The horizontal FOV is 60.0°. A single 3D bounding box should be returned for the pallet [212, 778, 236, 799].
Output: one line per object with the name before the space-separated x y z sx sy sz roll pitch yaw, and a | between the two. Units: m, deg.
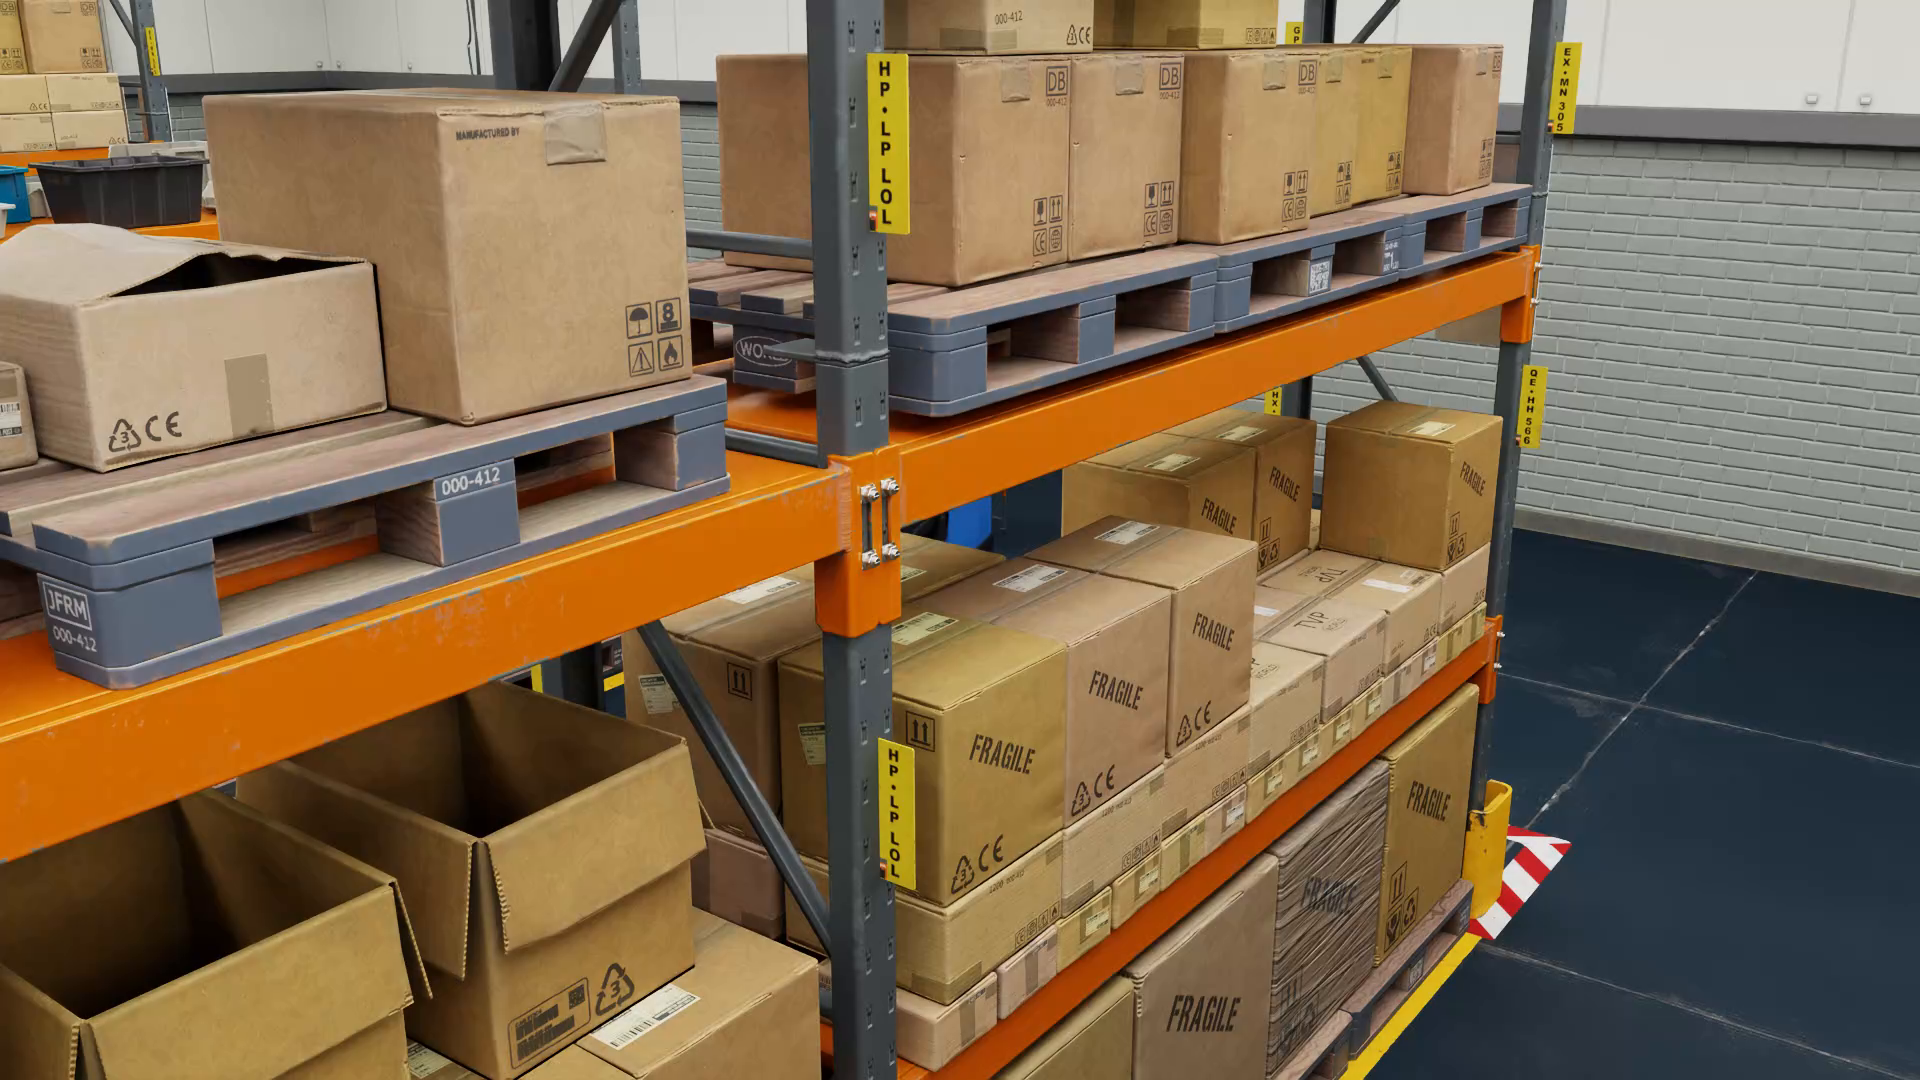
pallet | -4.148 1.274 7.785 1.003 0.211 1.213 12 21 35

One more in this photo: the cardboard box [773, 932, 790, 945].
cardboard box | -0.659 0.989 4.424 0.380 0.149 0.250 13 21 35

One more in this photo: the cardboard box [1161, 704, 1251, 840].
cardboard box | 0.517 0.622 4.935 0.500 0.250 0.500 13 22 36

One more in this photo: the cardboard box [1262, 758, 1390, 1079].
cardboard box | 0.947 1.244 6.053 0.875 0.875 0.875 12 21 35

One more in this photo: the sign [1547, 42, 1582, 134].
sign | 2.234 -1.671 6.151 0.100 0.325 0.005 12 21 35

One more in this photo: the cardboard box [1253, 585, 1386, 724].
cardboard box | 1.125 0.381 5.711 0.500 0.250 0.500 12 21 33

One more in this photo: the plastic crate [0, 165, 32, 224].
plastic crate | -4.269 -1.501 7.245 0.416 0.233 0.300 12 21 35

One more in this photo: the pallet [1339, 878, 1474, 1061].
pallet | 1.392 1.583 6.790 1.003 0.211 1.213 12 21 35

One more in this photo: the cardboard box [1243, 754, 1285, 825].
cardboard box | 0.794 0.736 5.238 0.380 0.149 0.250 12 21 33

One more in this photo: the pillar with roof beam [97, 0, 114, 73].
pillar with roof beam | -5.757 -5.479 14.714 9.100 9.000 0.400 12 21 35

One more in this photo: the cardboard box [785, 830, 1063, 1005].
cardboard box | -0.087 0.864 4.156 0.500 0.250 0.500 12 21 34

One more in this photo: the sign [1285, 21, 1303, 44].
sign | 1.364 -1.940 6.769 0.100 0.325 0.005 12 21 35

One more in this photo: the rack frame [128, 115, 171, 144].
rack frame | -6.148 -1.704 12.674 1.000 3.000 0.127 12 21 35

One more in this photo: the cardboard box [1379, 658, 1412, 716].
cardboard box | 1.404 0.491 6.027 0.380 0.149 0.250 13 21 36

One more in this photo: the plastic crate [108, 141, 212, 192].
plastic crate | -3.740 -1.731 7.901 0.437 0.282 0.530 12 21 35

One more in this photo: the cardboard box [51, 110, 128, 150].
cardboard box | -6.242 -2.896 11.708 0.500 0.250 0.500 12 21 35

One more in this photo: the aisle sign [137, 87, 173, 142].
aisle sign | -5.861 -2.908 12.167 0.394 0.787 0.004 12 21 35

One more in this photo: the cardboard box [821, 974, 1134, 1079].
cardboard box | -0.120 1.671 4.680 0.875 0.875 0.875 12 21 35

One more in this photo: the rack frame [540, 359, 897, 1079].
rack frame | -0.577 1.000 3.967 1.000 3.000 0.127 12 21 35

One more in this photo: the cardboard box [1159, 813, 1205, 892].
cardboard box | 0.487 0.859 4.844 0.380 0.149 0.250 12 21 34

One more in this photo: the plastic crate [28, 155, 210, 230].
plastic crate | -3.595 -1.493 7.156 0.497 0.269 0.590 12 21 35

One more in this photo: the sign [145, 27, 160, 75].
sign | -5.714 -3.457 11.767 0.100 0.325 0.005 12 21 35

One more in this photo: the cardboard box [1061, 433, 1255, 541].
cardboard box | 0.701 -0.071 5.903 0.500 0.500 0.500 12 21 33

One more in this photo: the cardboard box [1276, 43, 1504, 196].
cardboard box | 1.539 -1.548 6.068 0.700 0.500 0.500 11 20 31

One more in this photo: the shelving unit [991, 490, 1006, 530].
shelving unit | 0.099 -0.612 12.193 0.258 1.200 0.503 12 21 35

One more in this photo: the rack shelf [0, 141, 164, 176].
rack shelf | -7.339 -2.317 10.802 1.077 0.370 4.000 12 21 35

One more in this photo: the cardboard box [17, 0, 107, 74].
cardboard box | -6.441 -3.537 11.663 0.700 0.500 0.500 12 21 35

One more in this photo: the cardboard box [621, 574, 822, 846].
cardboard box | -0.518 0.414 4.338 0.500 0.500 0.500 13 22 36

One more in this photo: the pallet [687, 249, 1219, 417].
pallet | -0.081 -0.583 4.157 1.003 0.211 1.213 12 21 35

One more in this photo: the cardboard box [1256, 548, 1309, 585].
cardboard box | 0.999 0.168 6.396 0.500 0.250 0.500 12 21 34

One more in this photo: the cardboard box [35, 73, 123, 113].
cardboard box | -6.249 -3.137 11.639 0.500 0.250 0.500 12 21 35

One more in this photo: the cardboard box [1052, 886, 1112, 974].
cardboard box | 0.179 0.983 4.445 0.380 0.149 0.250 13 22 36

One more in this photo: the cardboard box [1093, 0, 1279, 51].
cardboard box | 0.594 -1.560 4.843 0.500 0.250 0.500 12 21 33

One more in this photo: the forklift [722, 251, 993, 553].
forklift | -0.693 -0.792 9.851 1.130 2.935 3.031 5 18 16

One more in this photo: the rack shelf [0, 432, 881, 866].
rack shelf | -1.769 0.387 2.095 1.077 0.370 4.000 12 21 35

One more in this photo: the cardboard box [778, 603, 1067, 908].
cardboard box | -0.087 0.502 4.055 0.500 0.500 0.500 12 21 35

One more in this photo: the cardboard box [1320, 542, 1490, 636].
cardboard box | 1.730 0.139 6.490 0.500 0.250 0.500 12 21 34

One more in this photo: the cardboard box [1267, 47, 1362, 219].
cardboard box | 0.838 -1.304 5.281 0.700 0.500 0.500 11 20 31

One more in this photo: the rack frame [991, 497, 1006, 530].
rack frame | 0.244 -0.671 12.380 0.240 1.200 0.015 12 21 35

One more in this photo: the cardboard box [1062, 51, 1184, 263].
cardboard box | 0.165 -1.053 4.474 0.700 0.500 0.500 14 22 37

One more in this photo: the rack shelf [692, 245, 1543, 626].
rack shelf | 0.614 -0.566 5.162 1.077 0.370 4.000 12 21 35

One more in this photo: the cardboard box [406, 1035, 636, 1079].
cardboard box | -0.937 1.228 3.062 0.500 0.500 0.500 13 22 36

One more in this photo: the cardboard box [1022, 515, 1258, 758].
cardboard box | 0.519 0.262 4.831 0.500 0.500 0.500 12 21 33

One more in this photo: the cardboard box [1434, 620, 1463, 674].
cardboard box | 1.705 0.372 6.411 0.380 0.149 0.250 13 21 35

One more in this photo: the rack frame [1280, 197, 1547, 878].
rack frame | 1.806 0.047 7.035 1.000 3.000 0.127 12 21 35

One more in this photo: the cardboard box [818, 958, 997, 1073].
cardboard box | -0.134 1.108 4.042 0.380 0.149 0.250 12 21 35

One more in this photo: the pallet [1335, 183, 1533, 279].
pallet | 1.372 -1.165 6.028 1.003 0.211 1.213 12 21 35

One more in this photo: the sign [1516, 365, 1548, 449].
sign | 2.234 -0.520 6.508 0.100 0.325 0.005 12 21 35

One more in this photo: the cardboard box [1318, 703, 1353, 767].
cardboard box | 1.097 0.615 5.628 0.380 0.149 0.250 13 21 35

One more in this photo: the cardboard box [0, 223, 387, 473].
cardboard box | -1.303 -0.345 2.683 0.500 0.311 0.500 12 21 33

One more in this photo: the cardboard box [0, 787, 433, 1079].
cardboard box | -1.370 0.788 2.789 0.797 0.503 0.637 13 21 35

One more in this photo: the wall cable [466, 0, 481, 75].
wall cable | -6.471 -5.245 19.196 3.097 2.526 0.112 12 21 35
